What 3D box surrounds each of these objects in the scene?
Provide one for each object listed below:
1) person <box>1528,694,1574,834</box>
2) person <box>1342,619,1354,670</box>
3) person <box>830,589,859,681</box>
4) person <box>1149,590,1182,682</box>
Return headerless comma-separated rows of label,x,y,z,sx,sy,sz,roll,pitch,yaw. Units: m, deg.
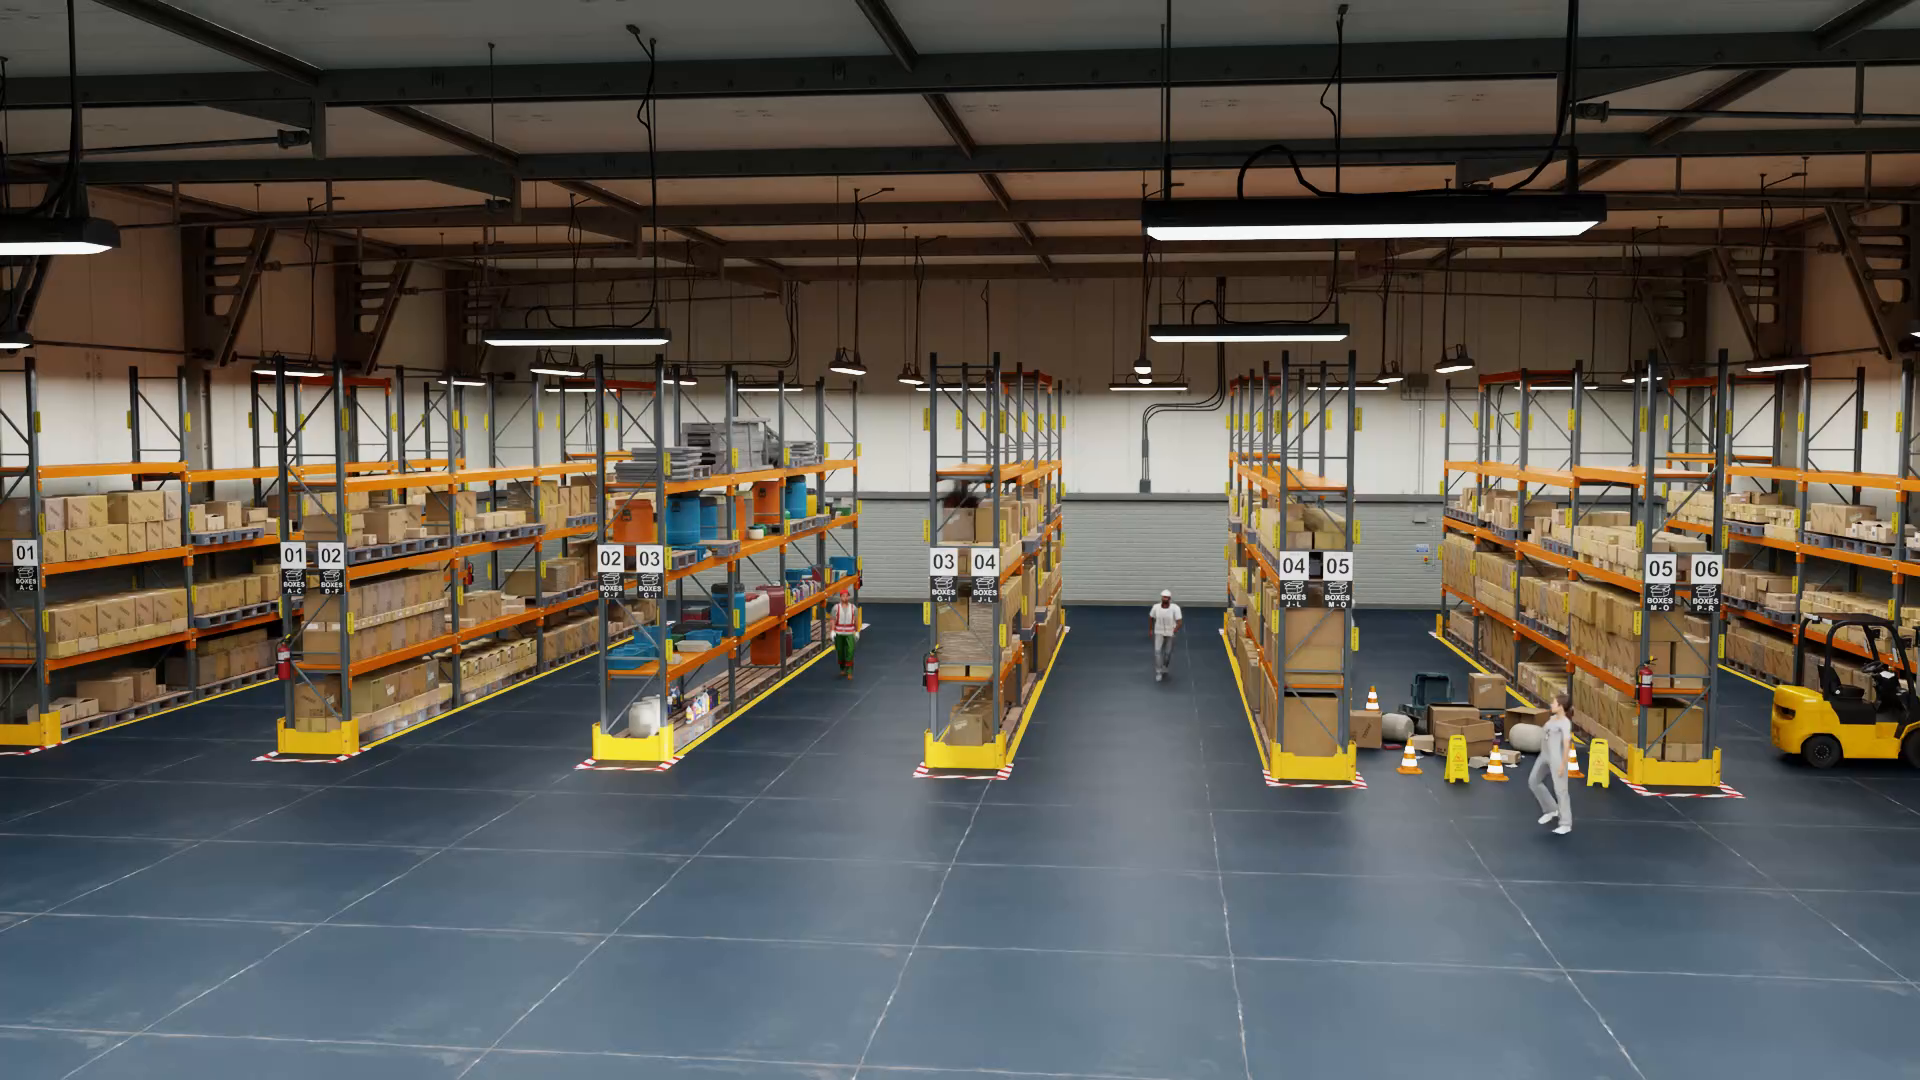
person,7.293,2.714,20.394,0.402,1.665,0.577,-2,4,-21
person,7.657,1.772,33.256,0.428,1.763,0.543,2,4,21
person,-2.240,1.821,32.243,0.560,1.729,1.007,0,4,-1
person,4.022,1.844,32.587,0.640,1.746,1.003,1,4,7
